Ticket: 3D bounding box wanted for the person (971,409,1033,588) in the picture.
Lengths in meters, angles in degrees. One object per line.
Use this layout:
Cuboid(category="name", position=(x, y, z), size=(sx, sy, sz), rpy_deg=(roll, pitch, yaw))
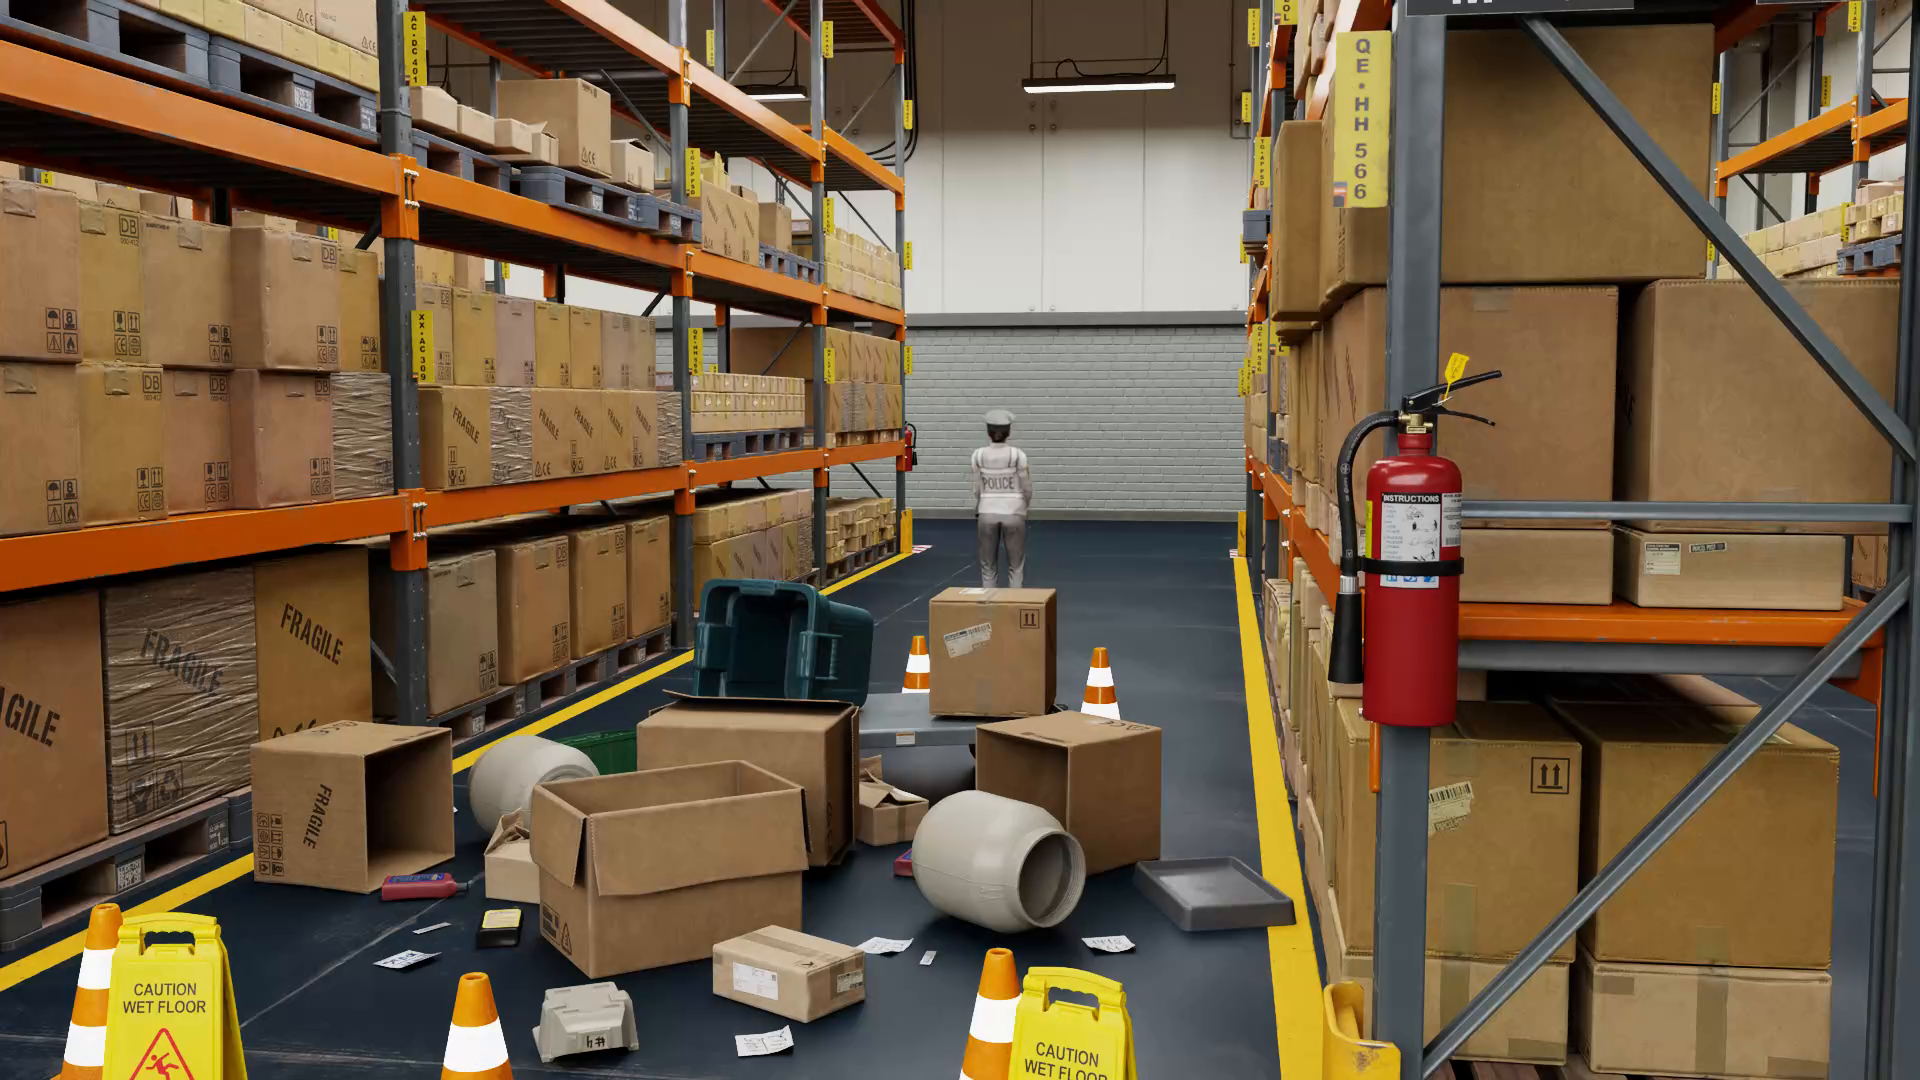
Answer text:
Cuboid(category="person", position=(0.326, -0.147, 12.606), size=(0.460, 1.689, 0.540), rpy_deg=(1, 5, 9))
